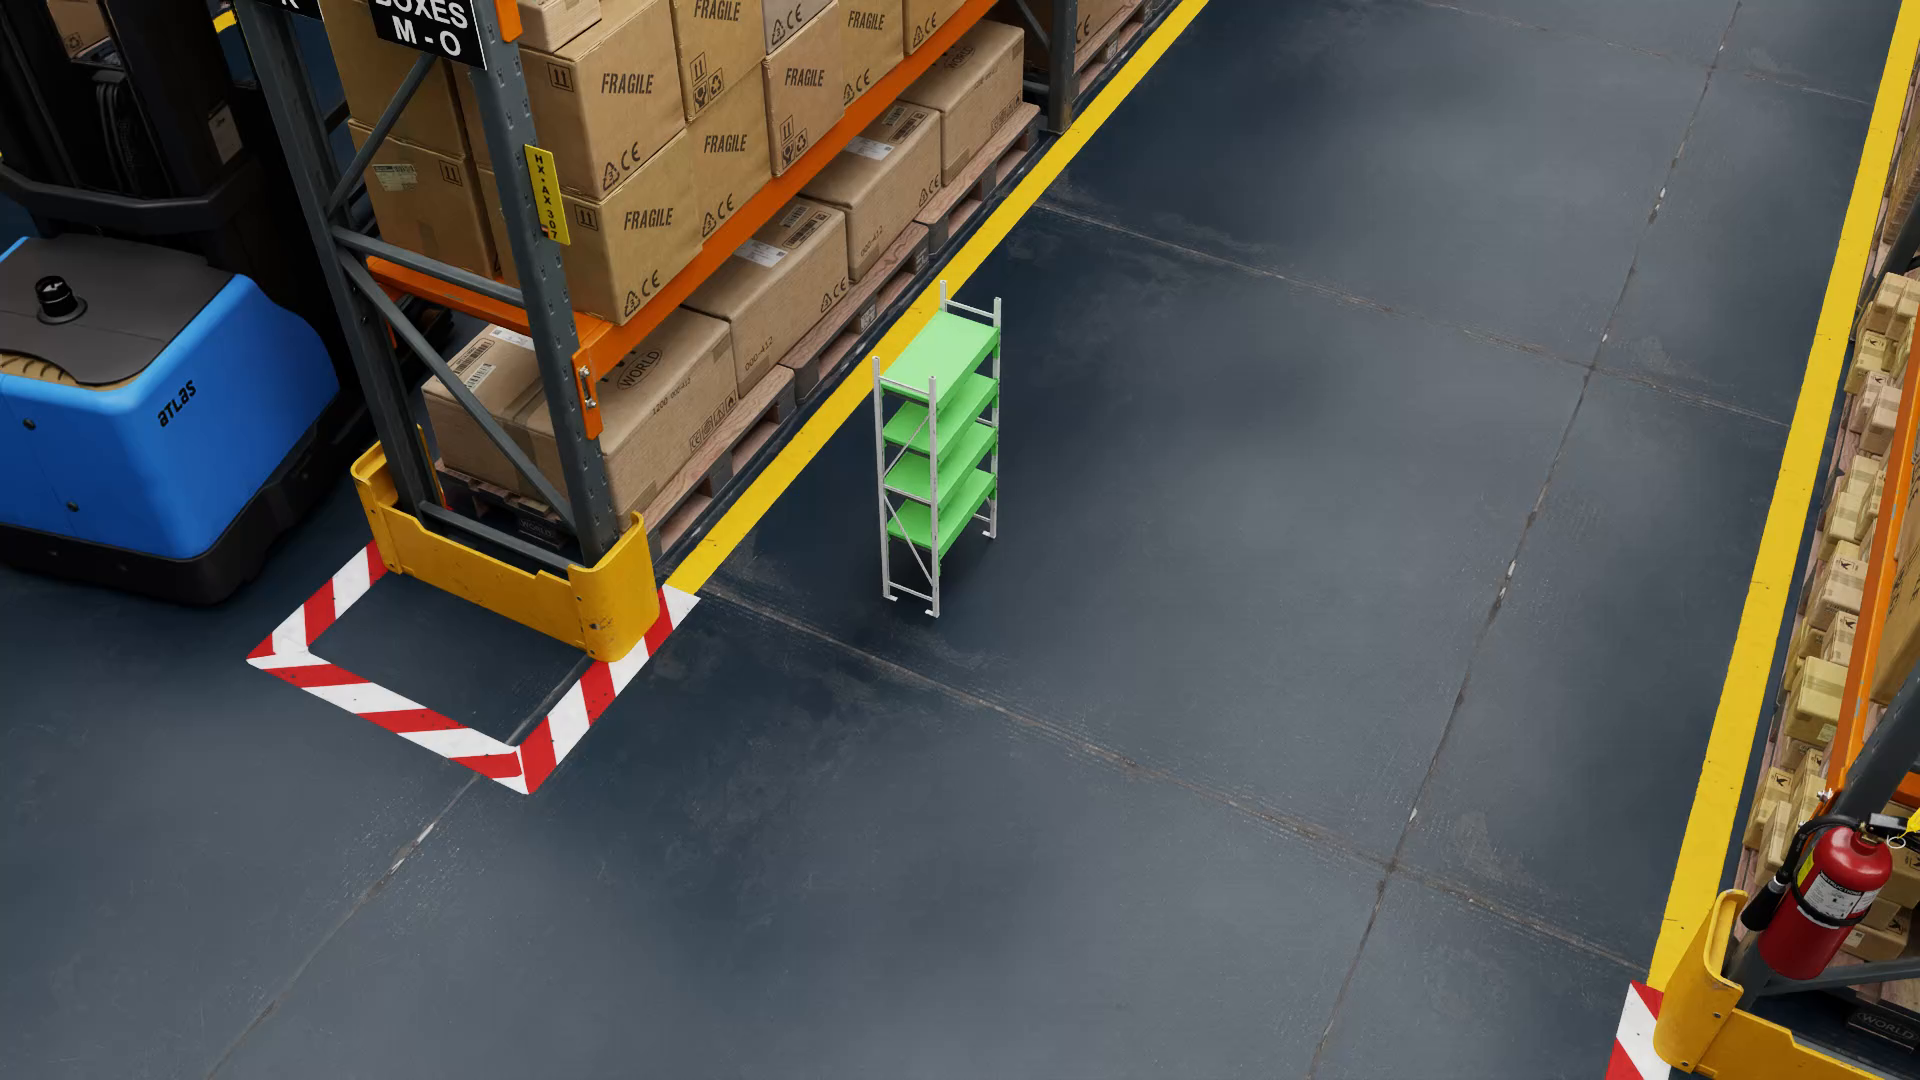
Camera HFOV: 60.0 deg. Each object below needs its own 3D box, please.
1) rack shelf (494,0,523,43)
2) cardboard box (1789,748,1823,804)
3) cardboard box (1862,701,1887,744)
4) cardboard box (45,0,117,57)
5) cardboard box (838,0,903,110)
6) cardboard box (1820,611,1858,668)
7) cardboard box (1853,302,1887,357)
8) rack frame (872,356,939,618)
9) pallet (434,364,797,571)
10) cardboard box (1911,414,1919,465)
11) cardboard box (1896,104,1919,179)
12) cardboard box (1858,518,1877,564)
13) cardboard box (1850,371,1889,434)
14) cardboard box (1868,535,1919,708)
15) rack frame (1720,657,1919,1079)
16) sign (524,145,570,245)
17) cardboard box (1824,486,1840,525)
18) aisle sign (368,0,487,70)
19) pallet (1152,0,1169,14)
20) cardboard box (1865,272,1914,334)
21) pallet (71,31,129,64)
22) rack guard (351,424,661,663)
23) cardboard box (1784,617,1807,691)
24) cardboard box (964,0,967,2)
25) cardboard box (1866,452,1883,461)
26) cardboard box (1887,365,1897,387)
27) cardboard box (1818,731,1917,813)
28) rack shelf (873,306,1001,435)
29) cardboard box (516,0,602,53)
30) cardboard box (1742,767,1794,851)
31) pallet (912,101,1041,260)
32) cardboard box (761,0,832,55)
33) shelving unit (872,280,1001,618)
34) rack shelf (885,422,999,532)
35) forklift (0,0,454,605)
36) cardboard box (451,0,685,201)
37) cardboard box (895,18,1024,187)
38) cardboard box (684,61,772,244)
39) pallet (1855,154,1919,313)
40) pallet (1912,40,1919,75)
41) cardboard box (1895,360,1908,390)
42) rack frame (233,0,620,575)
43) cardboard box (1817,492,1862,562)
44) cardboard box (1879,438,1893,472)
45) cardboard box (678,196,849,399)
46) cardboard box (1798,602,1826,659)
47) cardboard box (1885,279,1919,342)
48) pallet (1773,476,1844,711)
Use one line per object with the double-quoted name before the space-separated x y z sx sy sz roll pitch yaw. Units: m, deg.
"rack shelf" -0.800 -2.951 5.954 1.077 0.370 4.000 20 49 19
"cardboard box" 2.864 0.858 5.293 0.380 0.149 0.250 19 48 18
"cardboard box" 2.604 0.471 4.352 0.380 0.149 0.250 21 49 19
"cardboard box" -4.994 -2.974 9.043 0.500 0.500 0.500 21 49 20
"cardboard box" -0.571 -2.095 6.642 0.500 0.500 0.500 22 49 20
"cardboard box" 3.076 0.423 5.514 0.380 0.149 0.250 19 48 18
"cardboard box" 4.106 -0.861 7.201 0.380 0.149 0.250 18 48 17
"rack frame" -0.190 -0.164 6.068 0.240 1.200 0.015 20 49 19
"pallet" -1.427 -0.439 7.035 1.003 0.211 1.213 20 49 19
"cardboard box" 3.154 -0.472 4.828 0.500 0.500 0.500 21 49 19
"cardboard box" 4.919 -1.980 8.060 0.500 0.500 0.500 19 48 18
"cardboard box" 3.372 0.106 5.827 0.380 0.149 0.250 19 48 18
"cardboard box" 3.913 -0.519 6.863 0.380 0.149 0.250 20 49 19
"cardboard box" 2.683 0.174 4.190 0.500 0.500 0.500 21 49 20
"rack frame" 2.703 0.681 3.968 1.000 3.000 0.127 20 49 19
"sign" -1.240 -1.034 4.999 0.100 0.325 0.005 20 49 19
"cardboard box" 3.540 -0.030 6.380 0.380 0.149 0.250 19 48 18
"aisle sign" -1.505 -1.662 4.456 0.394 0.787 0.004 20 49 19
"pallet" 0.985 -3.711 10.270 1.003 0.211 1.213 20 49 19
"cardboard box" 4.108 -0.966 7.096 0.380 0.149 0.250 23 50 21
"pallet" -5.155 -2.862 9.430 1.003 0.211 1.213 20 49 19
"rack guard" -1.740 0.005 6.394 1.175 0.500 0.348 20 49 19
"cardboard box" 3.157 0.461 5.895 0.380 0.149 0.250 18 48 17
"cardboard box" -0.095 -2.742 7.280 0.500 0.500 0.500 19 48 18
"cardboard box" 3.712 -0.277 6.415 0.380 0.149 0.250 23 50 21
"cardboard box" 3.989 -0.611 6.745 0.380 0.149 0.250 20 49 19
"cardboard box" 2.892 0.770 5.171 0.380 0.149 0.250 21 49 20
"rack shelf" -0.077 -0.610 5.924 0.258 0.148 0.480 20 49 19
"cardboard box" -1.319 -1.636 5.029 0.380 0.149 0.250 21 49 20
"cardboard box" 2.792 0.940 5.421 0.380 0.149 0.250 22 49 20
"pallet" -0.294 -1.976 8.554 1.003 0.211 1.213 20 49 19
"cardboard box" -0.788 -2.139 5.982 0.500 0.500 0.500 20 49 19
"shelving unit" -0.077 -0.317 6.220 0.258 1.200 0.503 20 49 19
"rack shelf" -0.077 -0.273 6.266 0.258 0.148 0.480 20 49 19
"forklift" -2.958 -1.849 6.517 1.130 2.935 3.031 11 46 10
"cardboard box" -1.253 -1.484 5.335 0.500 0.500 0.500 19 48 18
"cardboard box" -0.258 -2.296 8.416 0.875 0.438 0.875 20 49 19
"cardboard box" -1.041 -1.460 6.014 0.500 0.500 0.500 20 49 19
"pallet" 4.920 -1.349 7.935 1.003 0.211 1.213 20 49 19
"pallet" 6.052 -2.886 9.454 1.003 0.211 1.213 20 49 19
"cardboard box" 3.861 -0.543 6.469 0.380 0.149 0.250 19 48 18
"rack frame" -1.729 -0.889 5.520 1.000 3.000 0.127 20 49 19
"cardboard box" 3.402 0.008 6.133 0.380 0.149 0.250 21 49 19
"cardboard box" 3.617 -0.211 6.140 0.380 0.149 0.250 19 48 17
"cardboard box" -1.093 -1.164 7.298 0.875 0.438 0.875 22 49 20
"cardboard box" 3.164 0.346 5.799 0.380 0.149 0.250 21 49 20
"cardboard box" 4.036 -0.891 6.812 0.380 0.149 0.250 23 50 21
"pallet" 3.714 0.348 6.258 1.003 0.211 1.213 20 49 19
